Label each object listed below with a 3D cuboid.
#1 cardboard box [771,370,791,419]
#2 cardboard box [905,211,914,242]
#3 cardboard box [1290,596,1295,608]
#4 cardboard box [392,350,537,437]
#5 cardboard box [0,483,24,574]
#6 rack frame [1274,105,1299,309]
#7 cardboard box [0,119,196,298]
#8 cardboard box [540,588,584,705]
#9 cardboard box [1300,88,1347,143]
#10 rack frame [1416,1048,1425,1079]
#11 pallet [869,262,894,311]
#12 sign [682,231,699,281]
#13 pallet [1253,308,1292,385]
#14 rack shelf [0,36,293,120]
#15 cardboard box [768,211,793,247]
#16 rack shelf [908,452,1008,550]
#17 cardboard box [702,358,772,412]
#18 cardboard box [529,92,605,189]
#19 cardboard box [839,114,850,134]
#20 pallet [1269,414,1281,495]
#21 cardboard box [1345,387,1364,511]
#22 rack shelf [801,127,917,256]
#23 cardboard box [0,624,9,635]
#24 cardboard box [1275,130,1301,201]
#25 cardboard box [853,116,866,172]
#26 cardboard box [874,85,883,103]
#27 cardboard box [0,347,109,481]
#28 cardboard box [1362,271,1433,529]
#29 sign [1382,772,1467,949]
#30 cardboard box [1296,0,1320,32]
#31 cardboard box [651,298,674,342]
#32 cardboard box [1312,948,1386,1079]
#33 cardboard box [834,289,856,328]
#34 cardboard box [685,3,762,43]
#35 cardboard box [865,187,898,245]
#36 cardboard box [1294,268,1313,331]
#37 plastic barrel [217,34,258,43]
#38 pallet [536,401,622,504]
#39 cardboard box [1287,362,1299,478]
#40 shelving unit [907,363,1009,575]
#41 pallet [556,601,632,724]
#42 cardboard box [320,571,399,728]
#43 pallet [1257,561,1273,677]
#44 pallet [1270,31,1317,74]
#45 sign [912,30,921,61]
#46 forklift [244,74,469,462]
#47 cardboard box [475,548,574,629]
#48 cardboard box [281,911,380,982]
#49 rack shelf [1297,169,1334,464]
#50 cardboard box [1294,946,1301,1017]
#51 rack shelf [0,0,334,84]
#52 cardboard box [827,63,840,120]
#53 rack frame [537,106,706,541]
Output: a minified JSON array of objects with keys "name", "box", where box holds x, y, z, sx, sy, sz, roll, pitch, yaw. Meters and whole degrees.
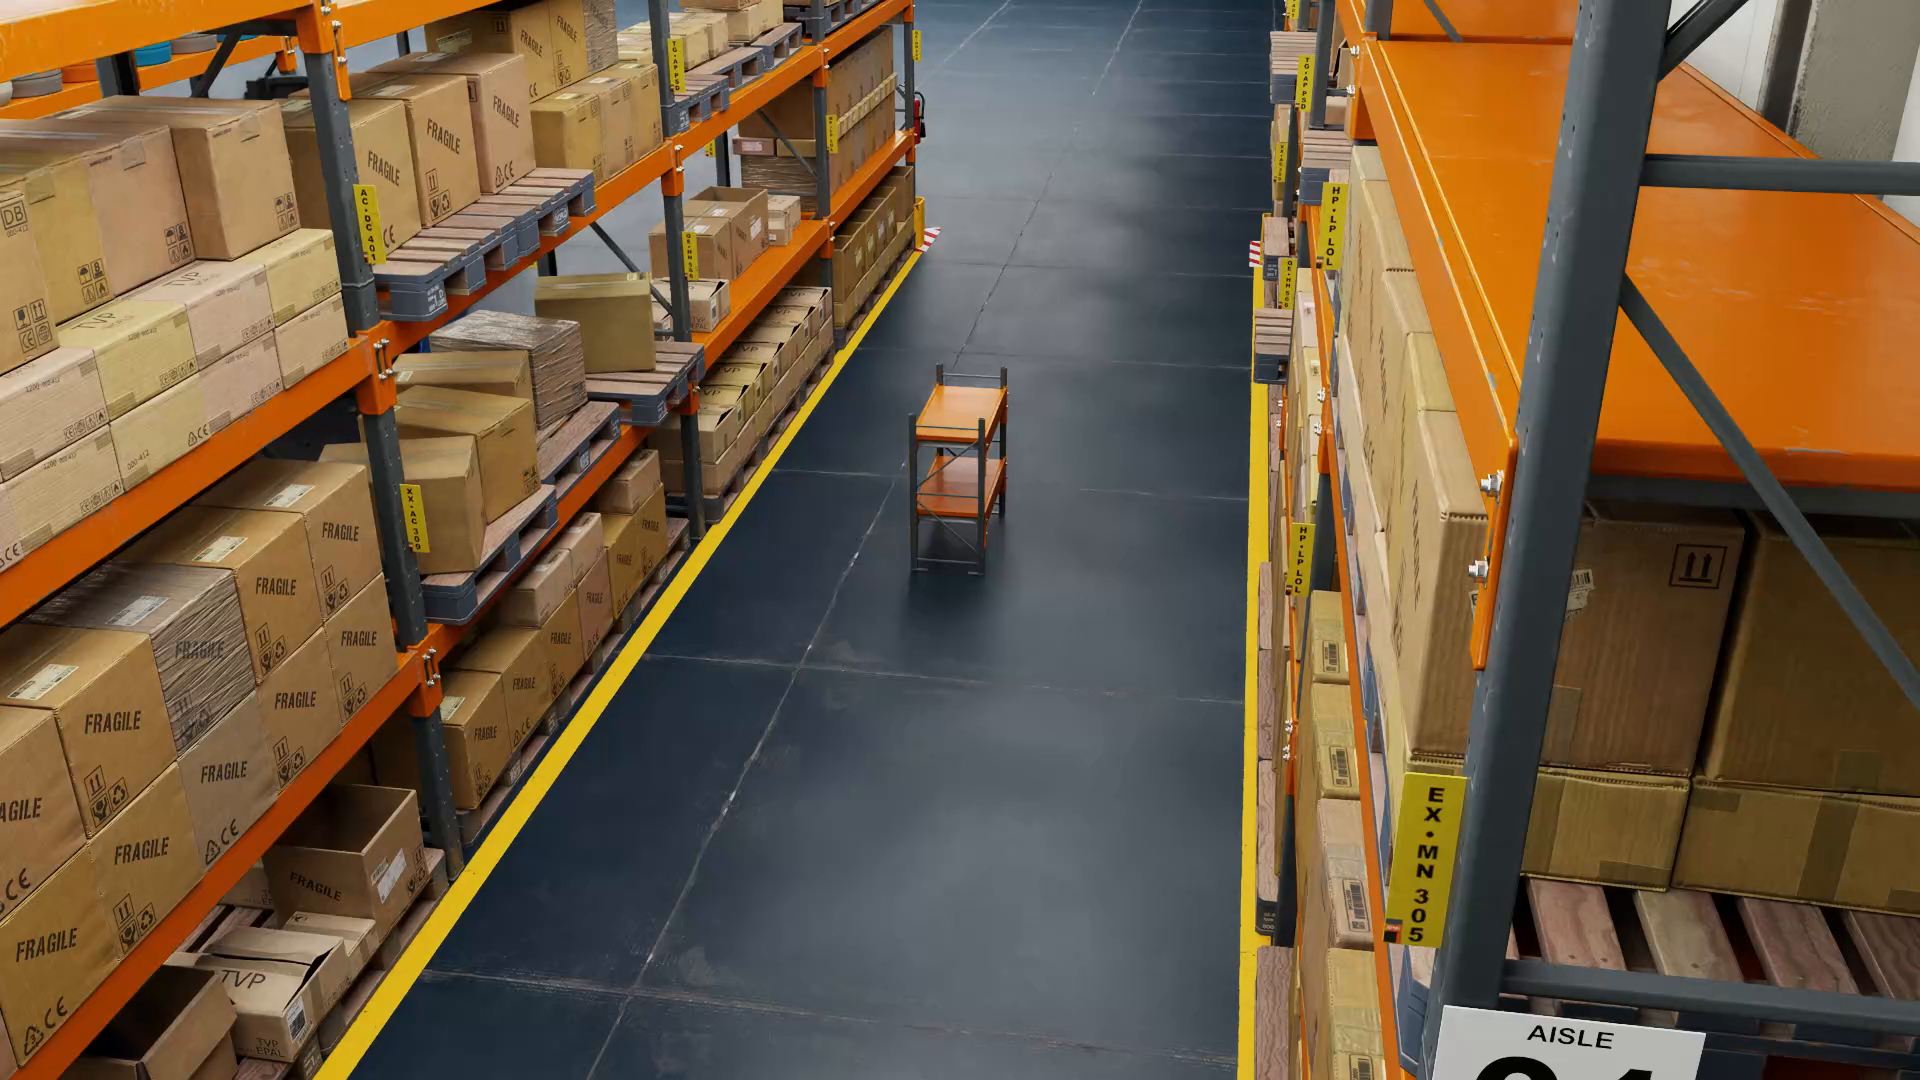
[{"name":"cardboard box","box":[-1.690,-1.196,13.515,0.500,0.250,0.500,5,25,10]},{"name":"cardboard box","box":[-0.799,-3.456,18.343,0.500,0.250,0.500,4,25,9]},{"name":"cardboard box","box":[1.790,0.221,8.012,0.380,0.149,0.250,4,25,9]},{"name":"cardboard box","box":[-2.736,-0.716,9.128,0.700,0.500,0.500,-2,25,-5]},{"name":"cardboard box","box":[-3.108,0.031,4.785,0.500,0.250,0.500,4,25,9]},{"name":"rack frame","box":[3.231,-2.741,14.068,1.000,3.000,0.127,4,25,9]},{"name":"cardboard box","box":[-3.227,-1.188,5.915,0.700,0.500,0.500,4,25,9]},{"name":"cardboard box","box":[-2.479,0.578,9.407,0.500,0.500,0.500,4,25,9]},{"name":"cardboard box","box":[2.429,-2.715,10.556,0.500,0.311,0.500,4,25,9]},{"name":"rack frame","box":[1.270,2.277,3.346,1.000,3.000,0.127,4,25,9]},{"name":"pallet","box":[-1.288,-2.662,17.187,1.003,0.211,1.213,4,25,9]},{"name":"sign","box":[-1.773,-1.865,10.924,0.100,0.325,0.005,4,25,9]},{"name":"pallet","box":[2.589,-1.287,11.187,1.213,0.211,1.003,4,25,9]},{"name":"rack shelf","box":[-6.870,-3.624,13.264,1.077,0.370,4.000,4,25,9]},{"name":"cardboard box","box":[-1.619,-2.642,14.014,0.396,0.266,0.258,3,25,7]},{"name":"rack shelf","box":[-0.001,-0.285,11.609,0.538,0.278,1.000,4,25,9]},{"name":"cardboard box","box":[-1.772,-1.241,12.950,0.500,0.311,0.500,3,25,7]},{"name":"cardboard box","box":[-2.517,-2.198,9.252,0.910,0.500,0.500,4,25,9]},{"name":"cardboard box","box":[-1.256,-3.948,15.764,0.380,0.149,0.250,3,25,7]},{"name":"pallet","box":[2.908,-0.641,12.870,1.003,0.211,1.213,4,25,9]},{"name":"cardboard box","box":[1.377,-0.224,4.715,0.500,0.250,0.500,3,25,7]},{"name":"rack shelf","box":[-1.330,-3.594,16.738,1.077,0.370,4.000,4,25,9]},{"name":"cardboard box","box":[-3.570,0.589,5.656,0.500,0.500,0.500,5,26,10]},{"name":"cardboard box","box":[3.003,-3.241,14.405,0.500,0.500,0.500,4,25,8]},{"name":"cardboard box","box":[-1.342,-3.959,16.552,0.700,0.500,0.500,5,26,10]},{"name":"cardboard box","box":[-1.004,-4.600,17.157,0.380,0.149,0.250,4,25,9]},{"name":"cardboard box","box":[-3.027,-0.405,5.126,0.500,0.250,0.500,4,25,9]},{"name":"cardboard box","box":[1.290,-0.341,4.080,0.500,0.500,0.500,3,25,6]},{"name":"sign","box":[0.737,0.510,2.632,0.100,0.325,0.005,4,25,9]},{"name":"cardboard box","box":[3.070,-4.384,13.897,0.500,0.500,0.500,5,25,10]},{"name":"cardboard box","box":[-2.208,-1.519,11.562,0.500,0.311,0.500,6,26,12]},{"name":"cardboard box","box":[1.451,1.623,4.391,0.980,0.700,0.700,4,25,8]},{"name":"cardboard box","box":[-1.282,-2.201,15.662,0.500,0.250,0.500,4,25,9]},{"name":"cardboard box","box":[-1.854,-4.077,13.065,0.500,0.250,0.500,2,25,3]},{"name":"cardboard box","box":[-0.946,-3.376,17.288,0.500,0.500,0.500,4,25,9]},{"name":"cardboard box","box":[2.244,-1.413,9.854,0.500,0.250,0.500,5,25,10]},{"name":"plastic barrel","box":[-6.412,-4.786,14.306,0.600,0.901,0.708,4,25,9]},{"name":"pallet","box":[-2.624,-0.509,9.527,1.003,0.211,1.213,4,25,9]},{"name":"cardboard box","box":[2.069,-0.646,9.100,0.500,0.500,0.500,4,25,8]},{"name":"shelving unit","box":[-0.001,-0.507,11.505,0.538,1.125,1.048,4,25,9]},{"name":"pallet","box":[-2.671,0.671,10.067,1.003,0.211,1.213,4,25,9]},{"name":"cardboard box","box":[-2.793,0.444,7.144,0.500,0.500,0.500,4,25,9]},{"name":"pallet","box":[2.374,0.519,10.392,1.003,0.211,1.213,4,25,9]},{"name":"pallet","box":[3.025,-3.764,12.936,1.213,0.211,1.003,4,25,9]},{"name":"sign","box":[-0.470,-5.344,17.984,0.100,0.325,0.005,4,25,9]},{"name":"forklift","box":[-4.764,-1.758,12.049,1.130,2.935,3.031,5,26,11]},{"name":"cardboard box","box":[-2.481,0.252,9.217,0.500,0.250,0.500,4,25,9]},{"name":"cardboard box","box":[-2.779,1.774,7.266,0.380,0.149,0.250,4,25,9]},{"name":"rack shelf","box":[2.251,-1.265,8.224,1.077,0.370,4.000,4,25,9]},{"name":"cardboard box","box":[1.464,1.689,6.292,0.380,0.149,0.250,5,26,10]},{"name":"rack shelf","box":[-3.291,-1.290,4.744,1.077,0.370,4.000,4,25,9]},{"name":"cardboard box","box":[-1.509,-4.113,15.351,0.700,0.500,0.500,4,25,8]},{"name":"rack frame","box":[-2.310,-1.410,11.224,1.000,3.000,0.127,4,25,9]}]
